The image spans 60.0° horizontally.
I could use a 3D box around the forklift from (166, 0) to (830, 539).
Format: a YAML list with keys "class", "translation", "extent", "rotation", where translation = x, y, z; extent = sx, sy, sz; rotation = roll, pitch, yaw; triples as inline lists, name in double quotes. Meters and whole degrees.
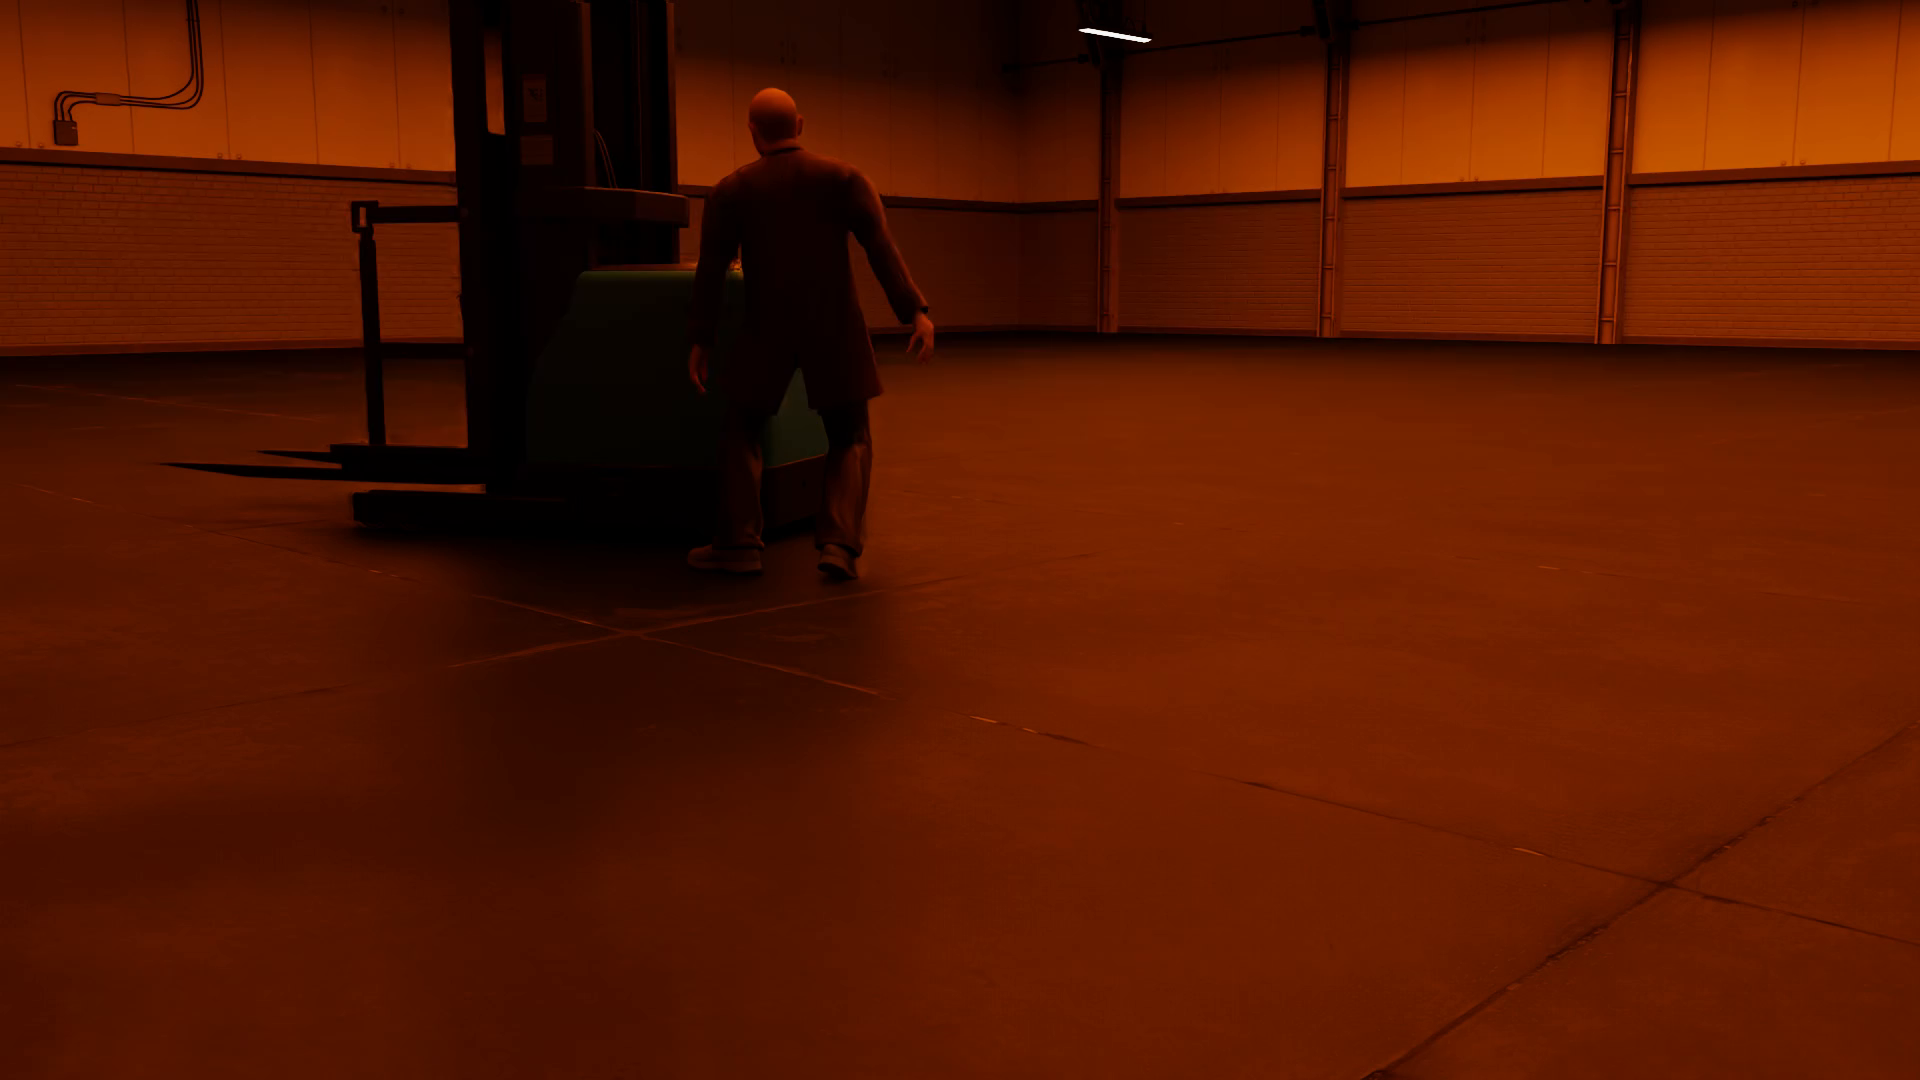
- class: "forklift"
  translation: [-2.045, -1.555, 7.201]
  extent: [3.031, 2.935, 1.130]
  rotation: [3, 9, 17]

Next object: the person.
- class: "person"
  translation: [-0.548, -0.706, 5.846]
  extent: [0.935, 1.739, 0.584]
  rotation: [1, 9, 7]
